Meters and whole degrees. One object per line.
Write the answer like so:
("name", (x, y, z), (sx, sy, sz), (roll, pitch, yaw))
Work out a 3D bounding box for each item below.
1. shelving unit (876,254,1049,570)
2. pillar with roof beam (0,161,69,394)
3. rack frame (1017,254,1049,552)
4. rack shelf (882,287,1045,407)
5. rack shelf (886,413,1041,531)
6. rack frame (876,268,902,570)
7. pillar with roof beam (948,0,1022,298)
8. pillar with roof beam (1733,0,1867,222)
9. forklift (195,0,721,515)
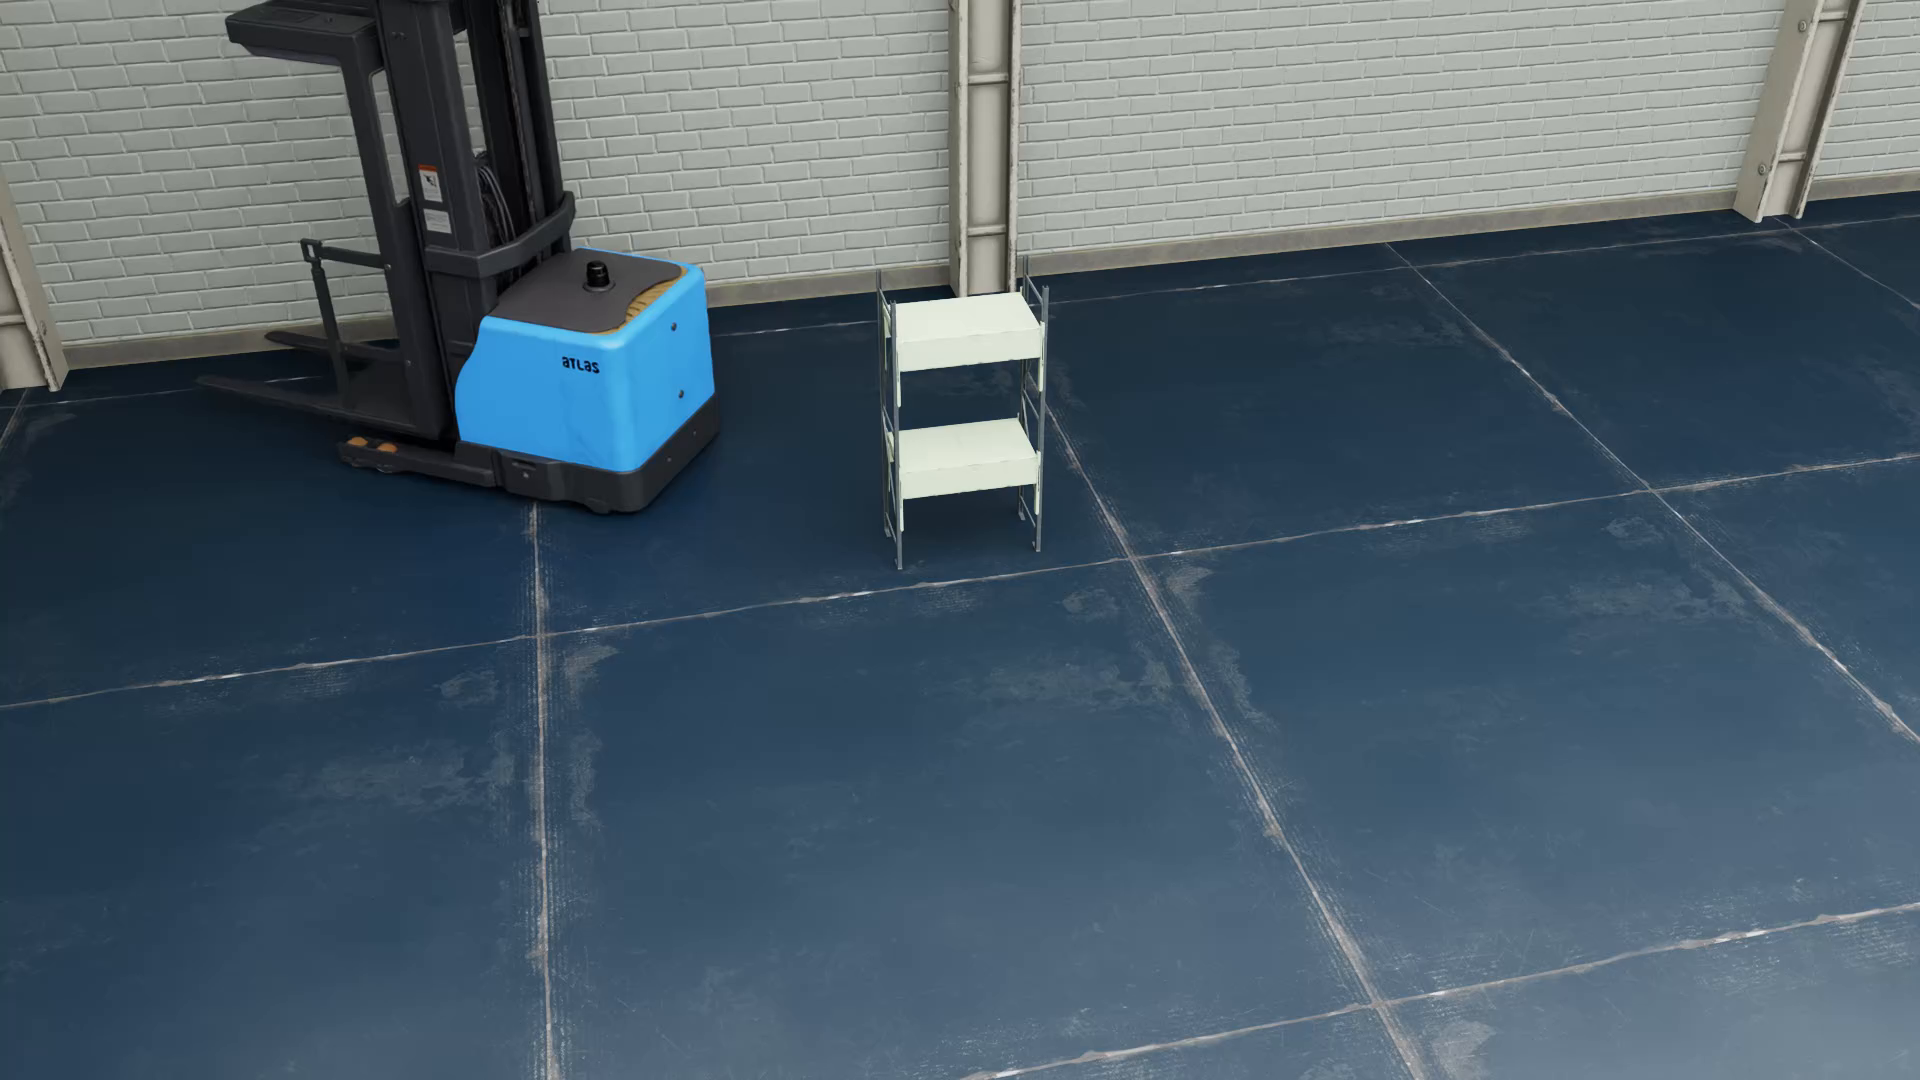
("shelving unit", (0.007, -0.624, 8.333), (0.755, 1.500, 0.431), (-7, 35, -11))
("pillar with roof beam", (-4.750, -2.364, 4.197), (0.400, 9.000, 9.100), (-7, 35, -11))
("rack frame", (0.363, -0.669, 8.400), (0.023, 1.500, 0.400), (-7, 35, -11))
("rack shelf", (0.007, -0.948, 8.116), (0.720, 0.370, 0.431), (-7, 35, -11))
("rack shelf", (0.007, -0.353, 8.515), (0.720, 0.370, 0.431), (-7, 35, -11))
("rack frame", (-0.350, -0.579, 8.266), (0.023, 1.500, 0.400), (-7, 35, -11))
("pillar with roof beam", (1.102, -3.102, 5.296), (0.400, 9.000, 9.100), (-7, 35, -11))
("pillar with roof beam", (6.954, -3.839, 6.395), (0.400, 9.000, 9.100), (-7, 35, -11))
("forklift", (-2.951, -1.852, 8.880), (3.031, 2.935, 1.130), (11, 36, 16))
